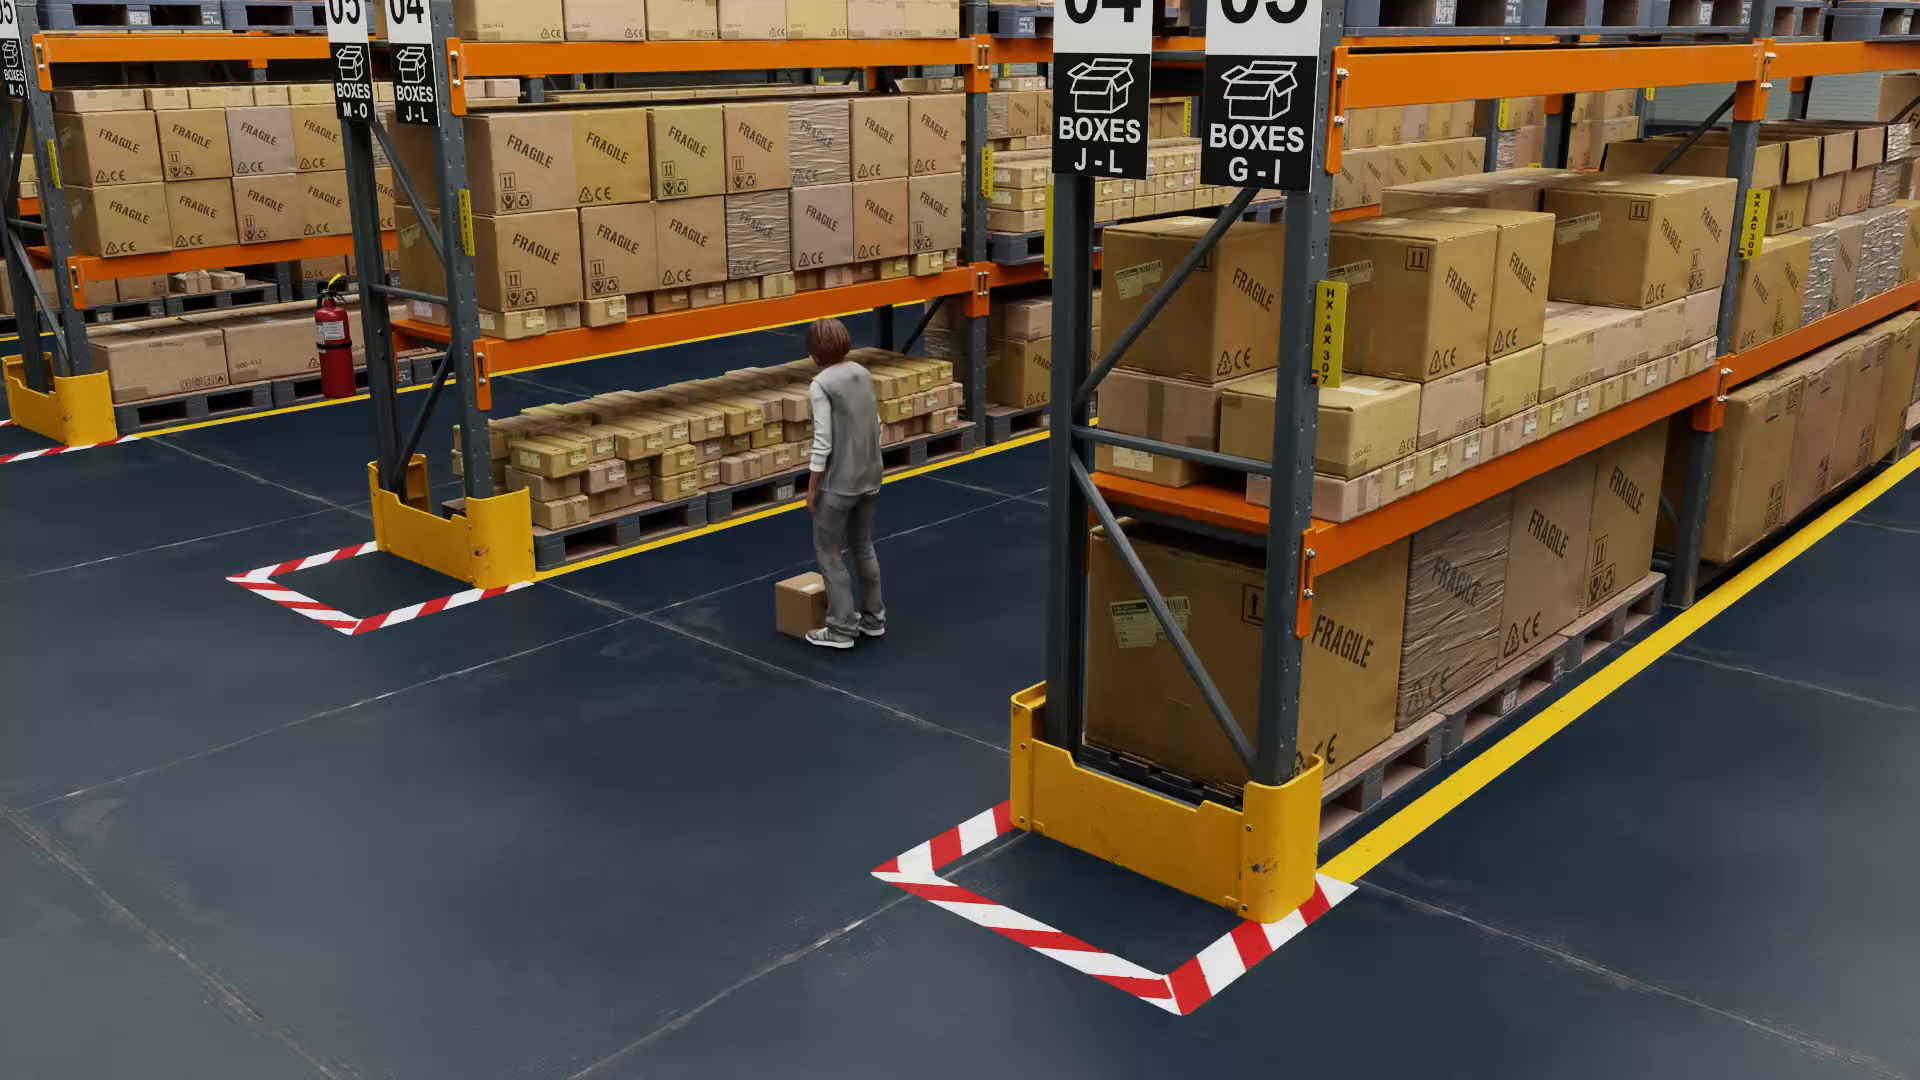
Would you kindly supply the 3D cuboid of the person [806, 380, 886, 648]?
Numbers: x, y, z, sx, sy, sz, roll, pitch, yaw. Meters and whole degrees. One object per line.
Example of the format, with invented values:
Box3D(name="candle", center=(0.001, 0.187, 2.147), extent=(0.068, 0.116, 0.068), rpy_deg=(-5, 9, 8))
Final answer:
Box3D(name="person", center=(-0.557, -0.151, 7.960), extent=(0.328, 1.351, 0.480), rpy_deg=(13, 22, 36))
